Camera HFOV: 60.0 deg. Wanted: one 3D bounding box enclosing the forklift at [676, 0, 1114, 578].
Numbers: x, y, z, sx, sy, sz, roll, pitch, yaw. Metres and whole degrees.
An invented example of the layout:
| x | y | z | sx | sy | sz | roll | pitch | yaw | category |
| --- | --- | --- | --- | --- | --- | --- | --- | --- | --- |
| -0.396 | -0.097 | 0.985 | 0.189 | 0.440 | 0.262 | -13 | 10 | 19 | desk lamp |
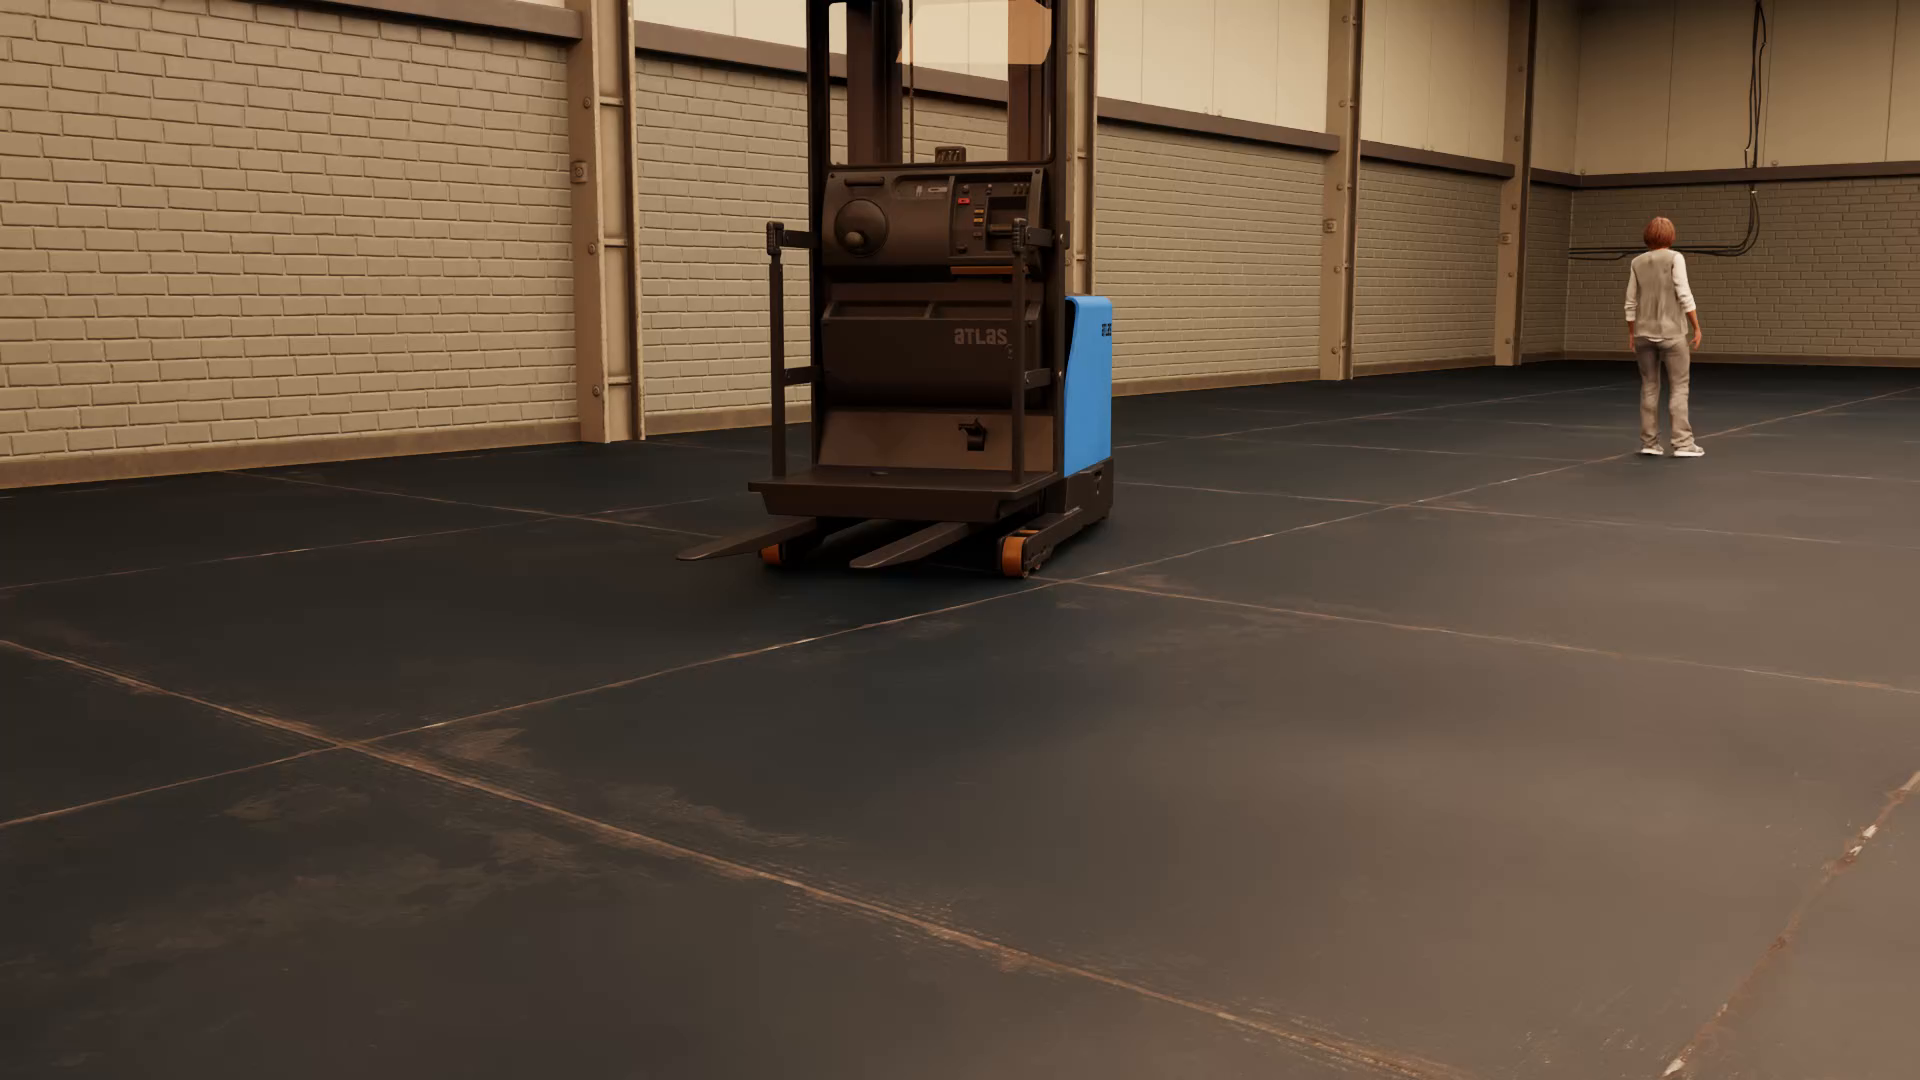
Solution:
| x | y | z | sx | sy | sz | roll | pitch | yaw | category |
| --- | --- | --- | --- | --- | --- | --- | --- | --- | --- |
| -0.176 | -1.366 | 6.616 | 1.130 | 2.935 | 3.031 | 3 | 9 | 17 | forklift |

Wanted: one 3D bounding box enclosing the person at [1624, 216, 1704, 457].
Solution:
| x | y | z | sx | sy | sz | roll | pitch | yaw | category |
| --- | --- | --- | --- | --- | --- | --- | --- | --- | --- |
| 4.763 | -1.364 | 11.227 | 0.429 | 1.610 | 0.498 | -6 | 10 | -37 | person |
